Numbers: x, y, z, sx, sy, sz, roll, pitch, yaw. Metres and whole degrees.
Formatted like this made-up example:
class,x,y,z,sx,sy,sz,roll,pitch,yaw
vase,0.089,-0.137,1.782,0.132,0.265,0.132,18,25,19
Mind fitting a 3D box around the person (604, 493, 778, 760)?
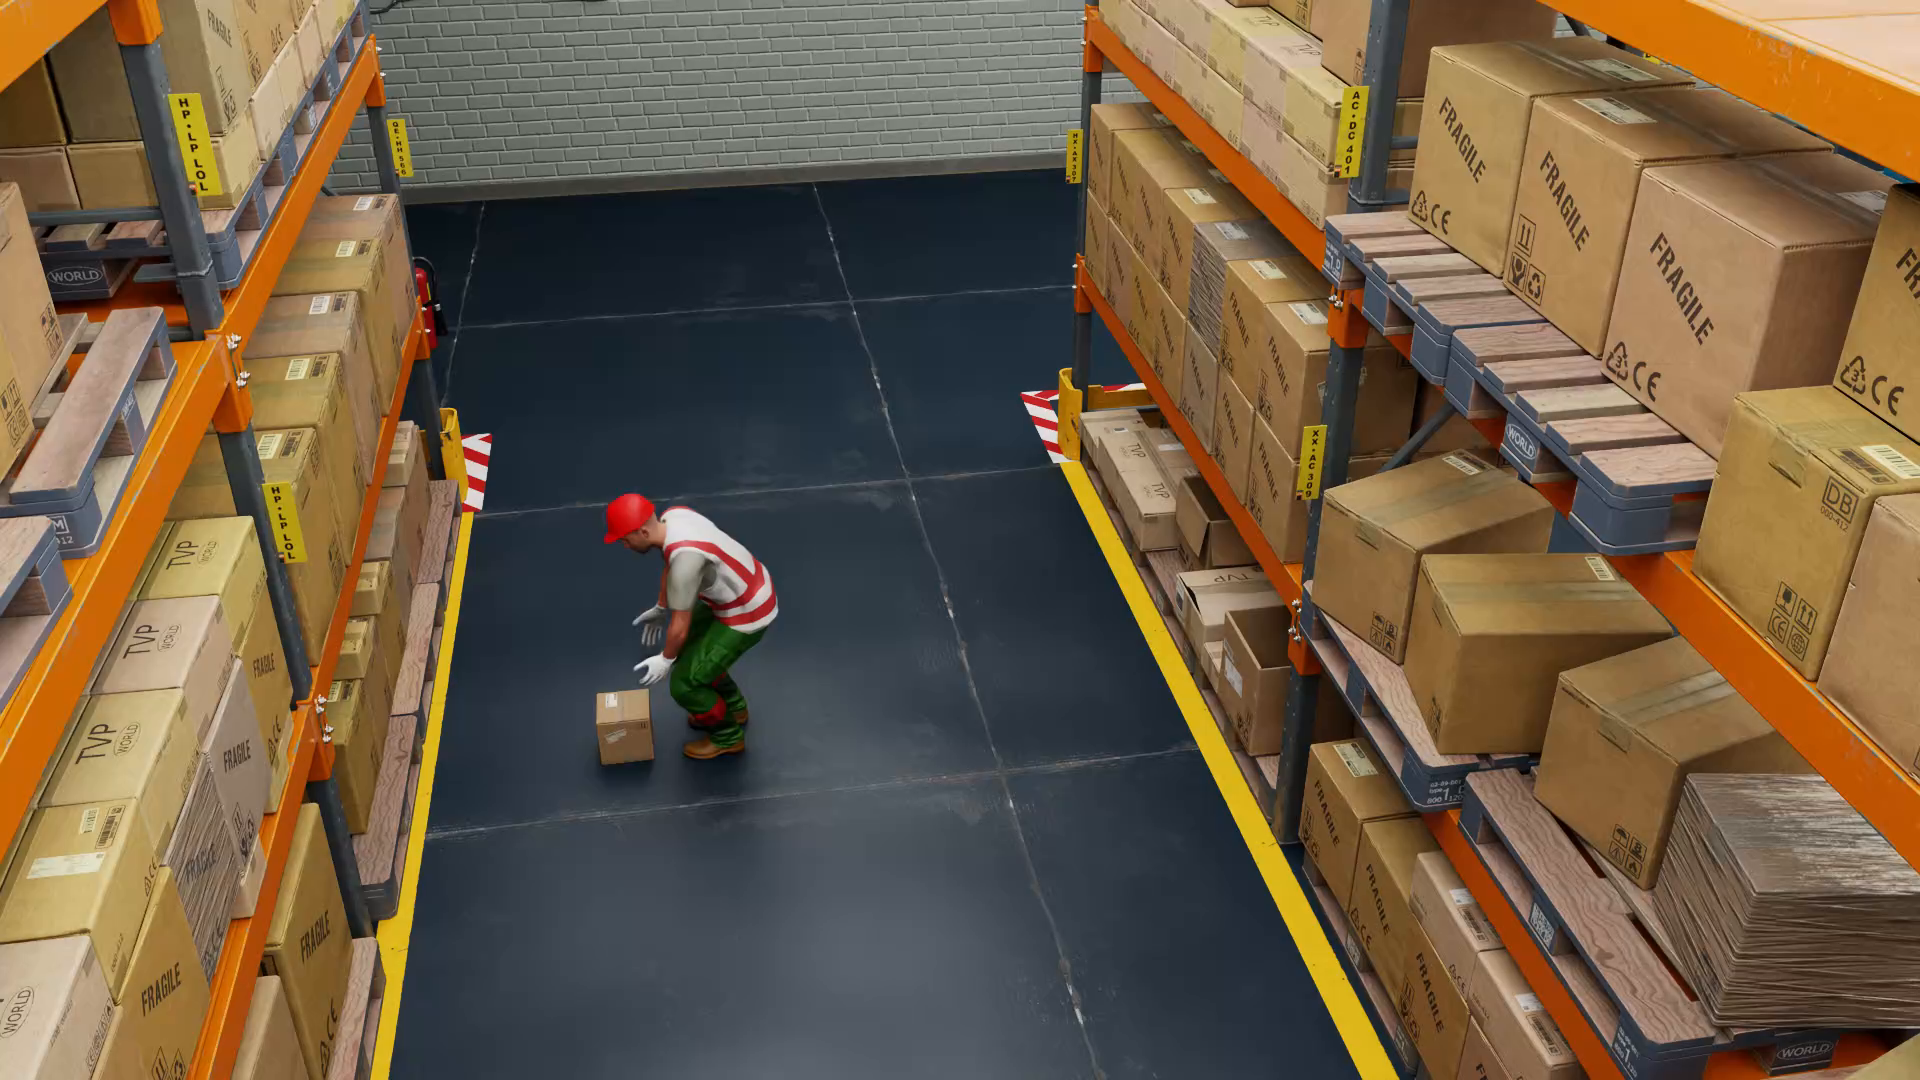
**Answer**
class,x,y,z,sx,sy,sz,roll,pitch,yaw
person,-1.235,0.388,7.828,0.766,1.412,0.584,-5,31,-9
